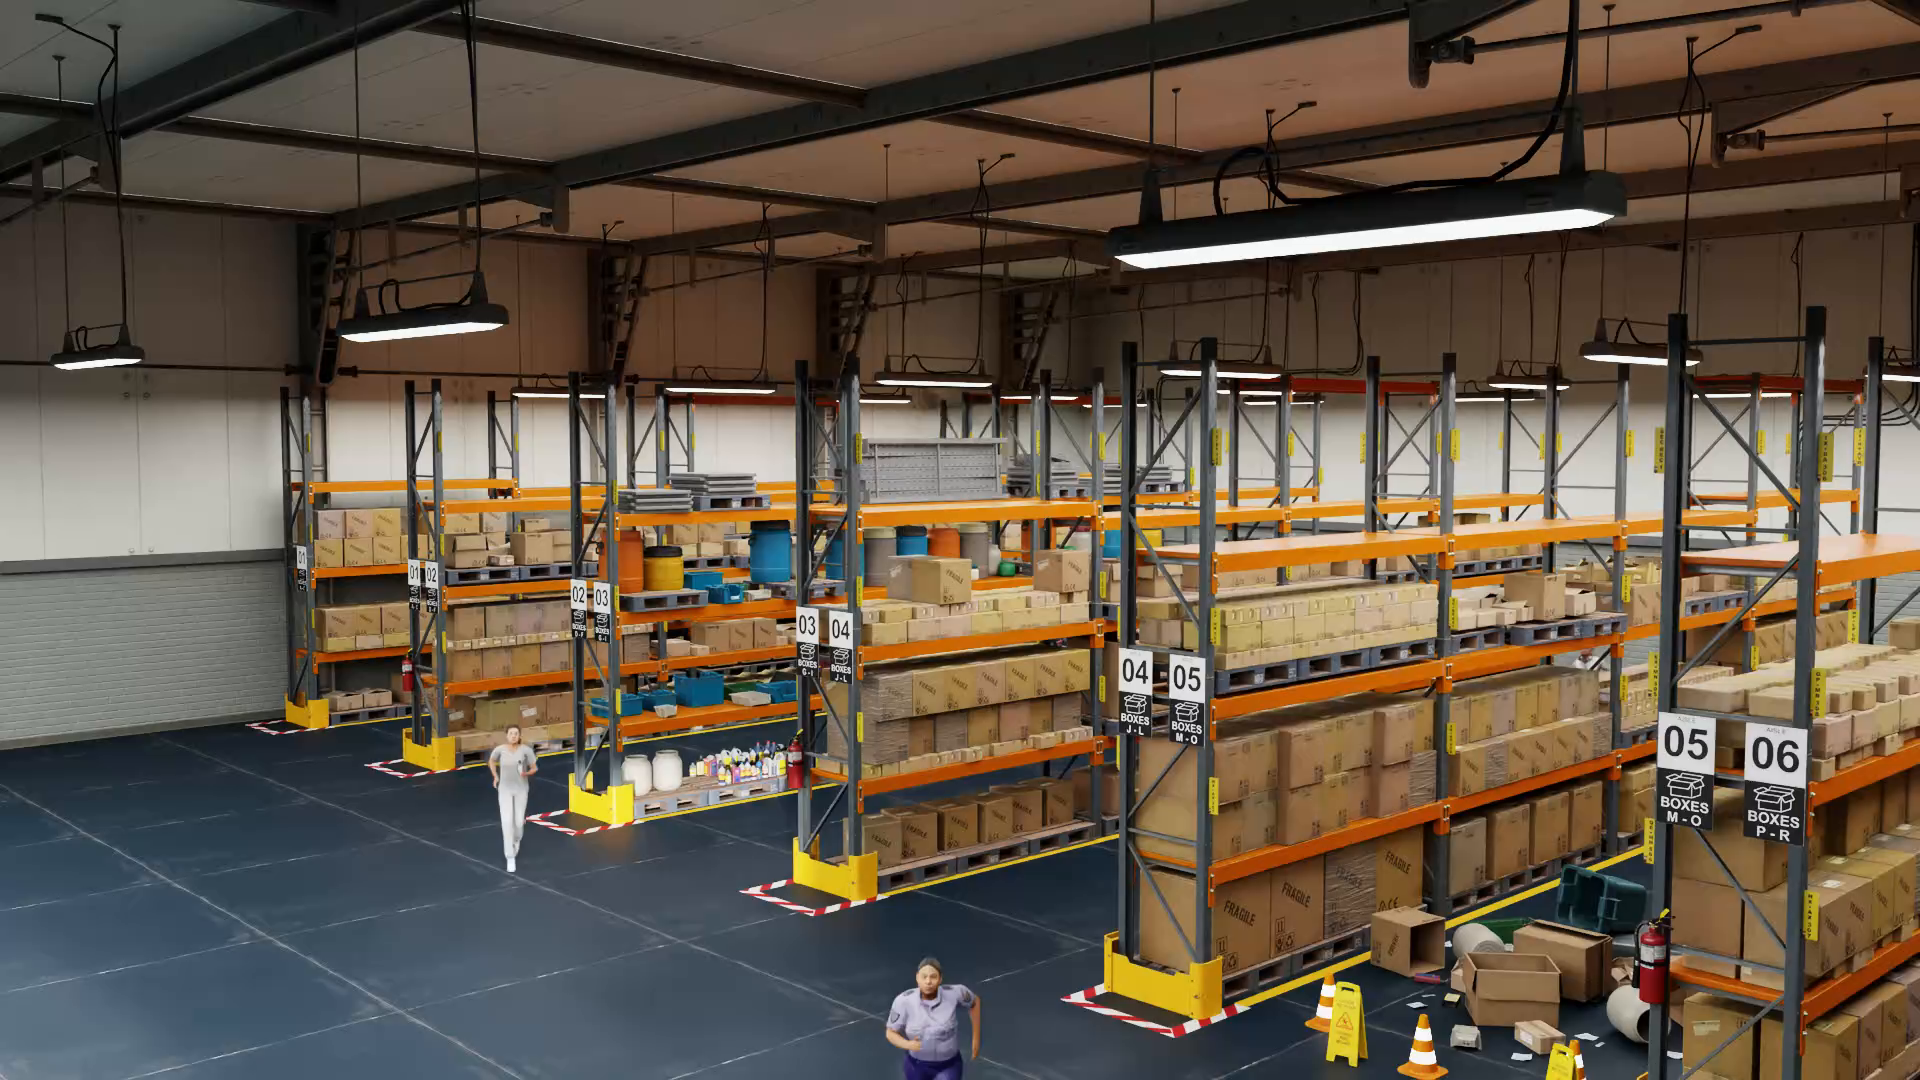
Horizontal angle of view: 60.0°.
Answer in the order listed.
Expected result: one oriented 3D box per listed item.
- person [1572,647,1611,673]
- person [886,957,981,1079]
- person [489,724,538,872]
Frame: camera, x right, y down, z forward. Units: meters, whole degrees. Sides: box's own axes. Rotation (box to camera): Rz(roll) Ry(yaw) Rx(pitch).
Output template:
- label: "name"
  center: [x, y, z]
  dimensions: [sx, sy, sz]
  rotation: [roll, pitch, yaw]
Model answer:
- label: "person"
  center: [10.483, 2.537, 27.787]
  dimensions: [0.544, 1.710, 0.686]
  rotation: [-3, 5, -41]
- label: "person"
  center: [-0.181, 3.633, 11.320]
  dimensions: [0.626, 1.688, 0.831]
  rotation: [0, 4, 4]
- label: "person"
  center: [-5.355, 3.039, 19.971]
  dimensions: [0.565, 1.691, 0.949]
  rotation: [-1, 4, -16]
